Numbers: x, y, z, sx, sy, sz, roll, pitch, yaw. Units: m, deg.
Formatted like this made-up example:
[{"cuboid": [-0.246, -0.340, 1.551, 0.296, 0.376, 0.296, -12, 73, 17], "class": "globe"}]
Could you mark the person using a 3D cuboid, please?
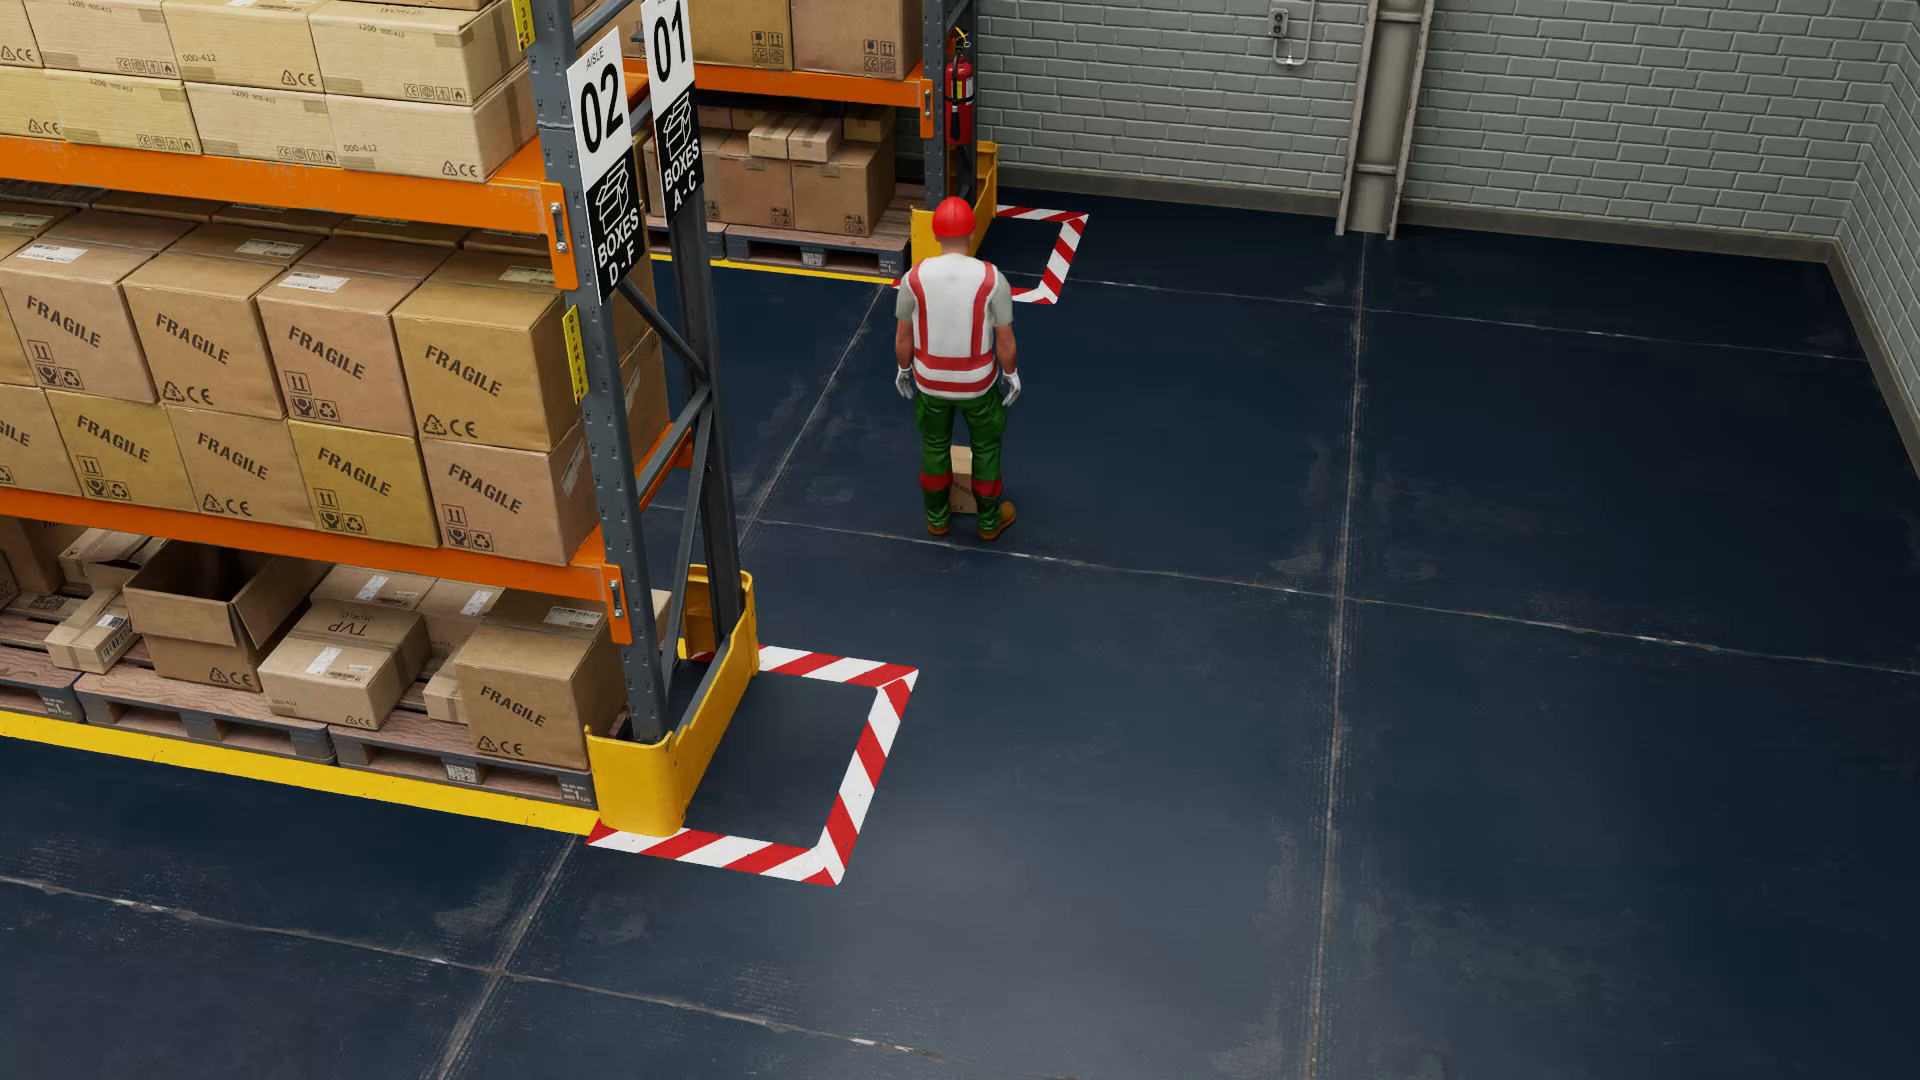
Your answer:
[{"cuboid": [-0.010, -0.797, 8.041, 0.611, 1.778, 0.451, 5, 37, 7], "class": "person"}]
